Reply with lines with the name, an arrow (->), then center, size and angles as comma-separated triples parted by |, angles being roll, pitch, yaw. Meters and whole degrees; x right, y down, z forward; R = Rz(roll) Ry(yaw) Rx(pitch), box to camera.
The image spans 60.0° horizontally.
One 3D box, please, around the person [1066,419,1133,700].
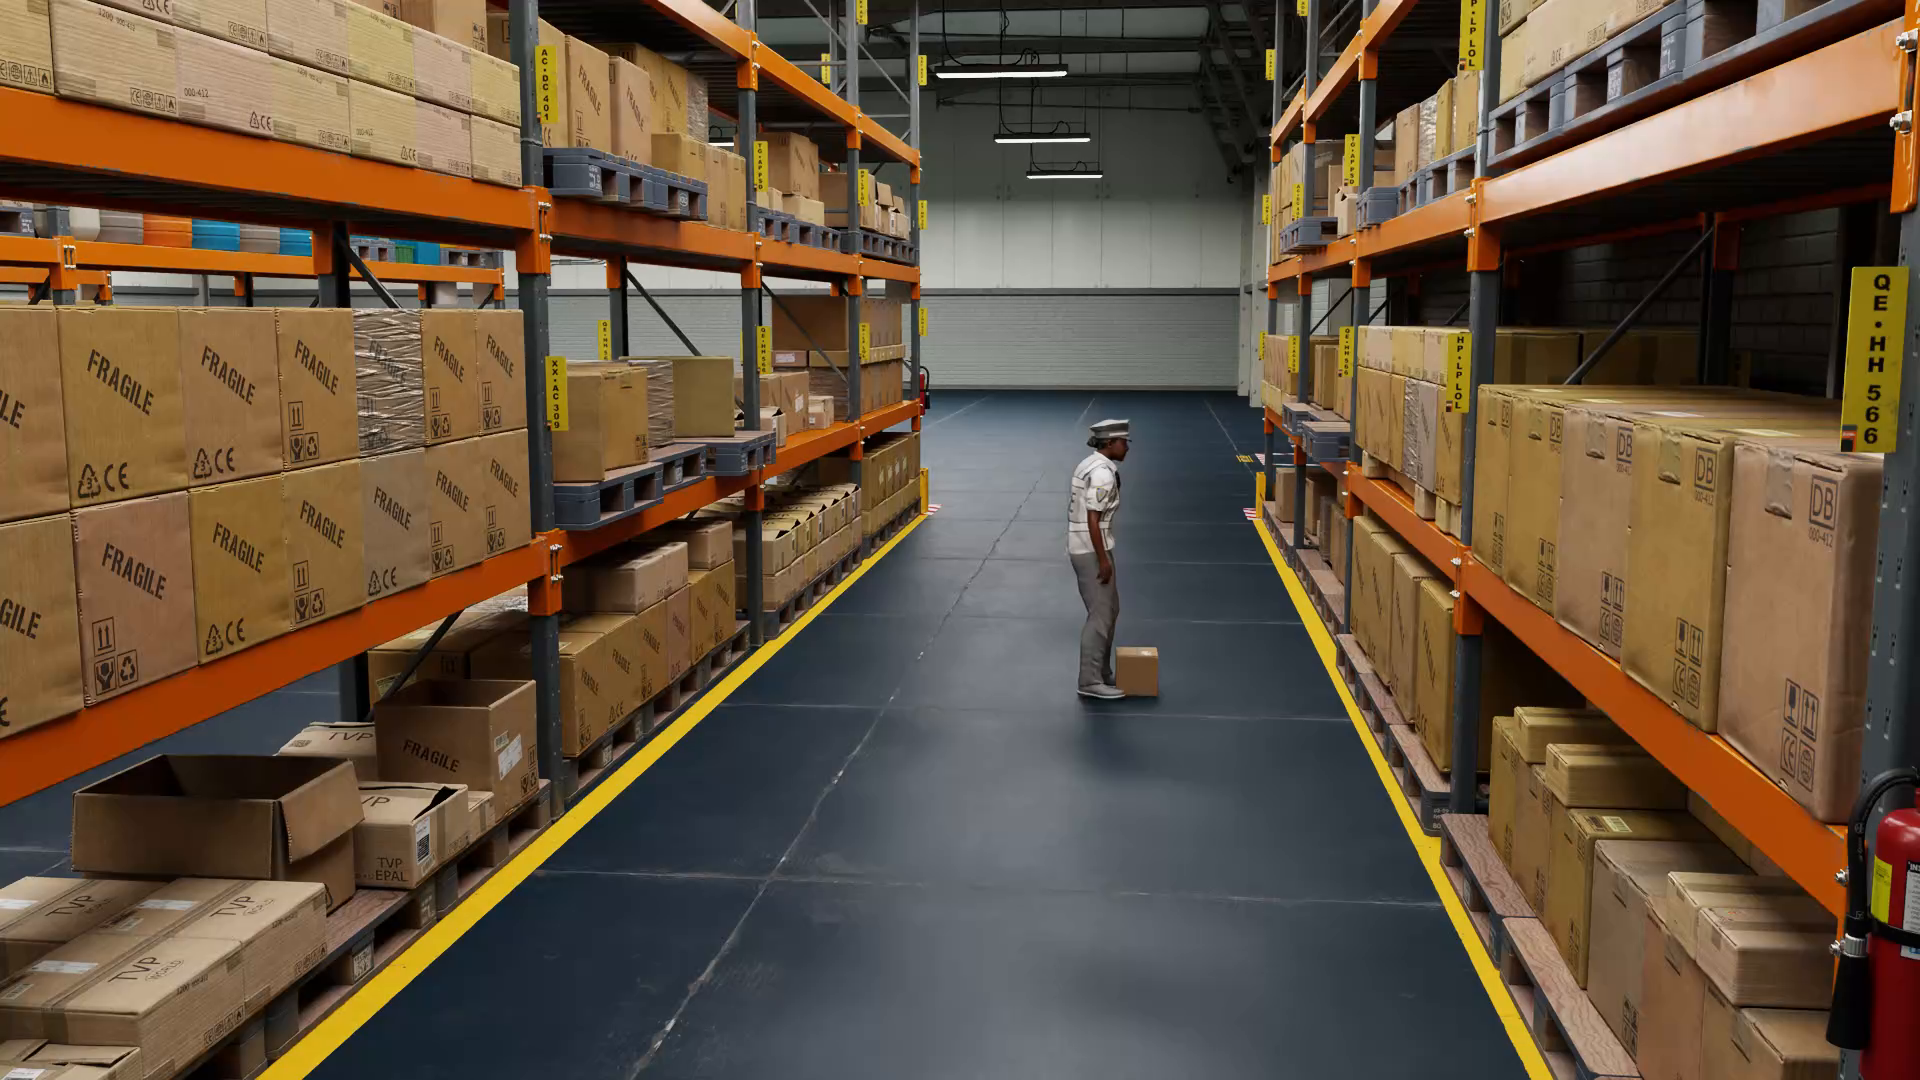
person -> 0.854, 0.100, 10.057 | 0.428, 1.659, 0.530 | 0, 8, 3
